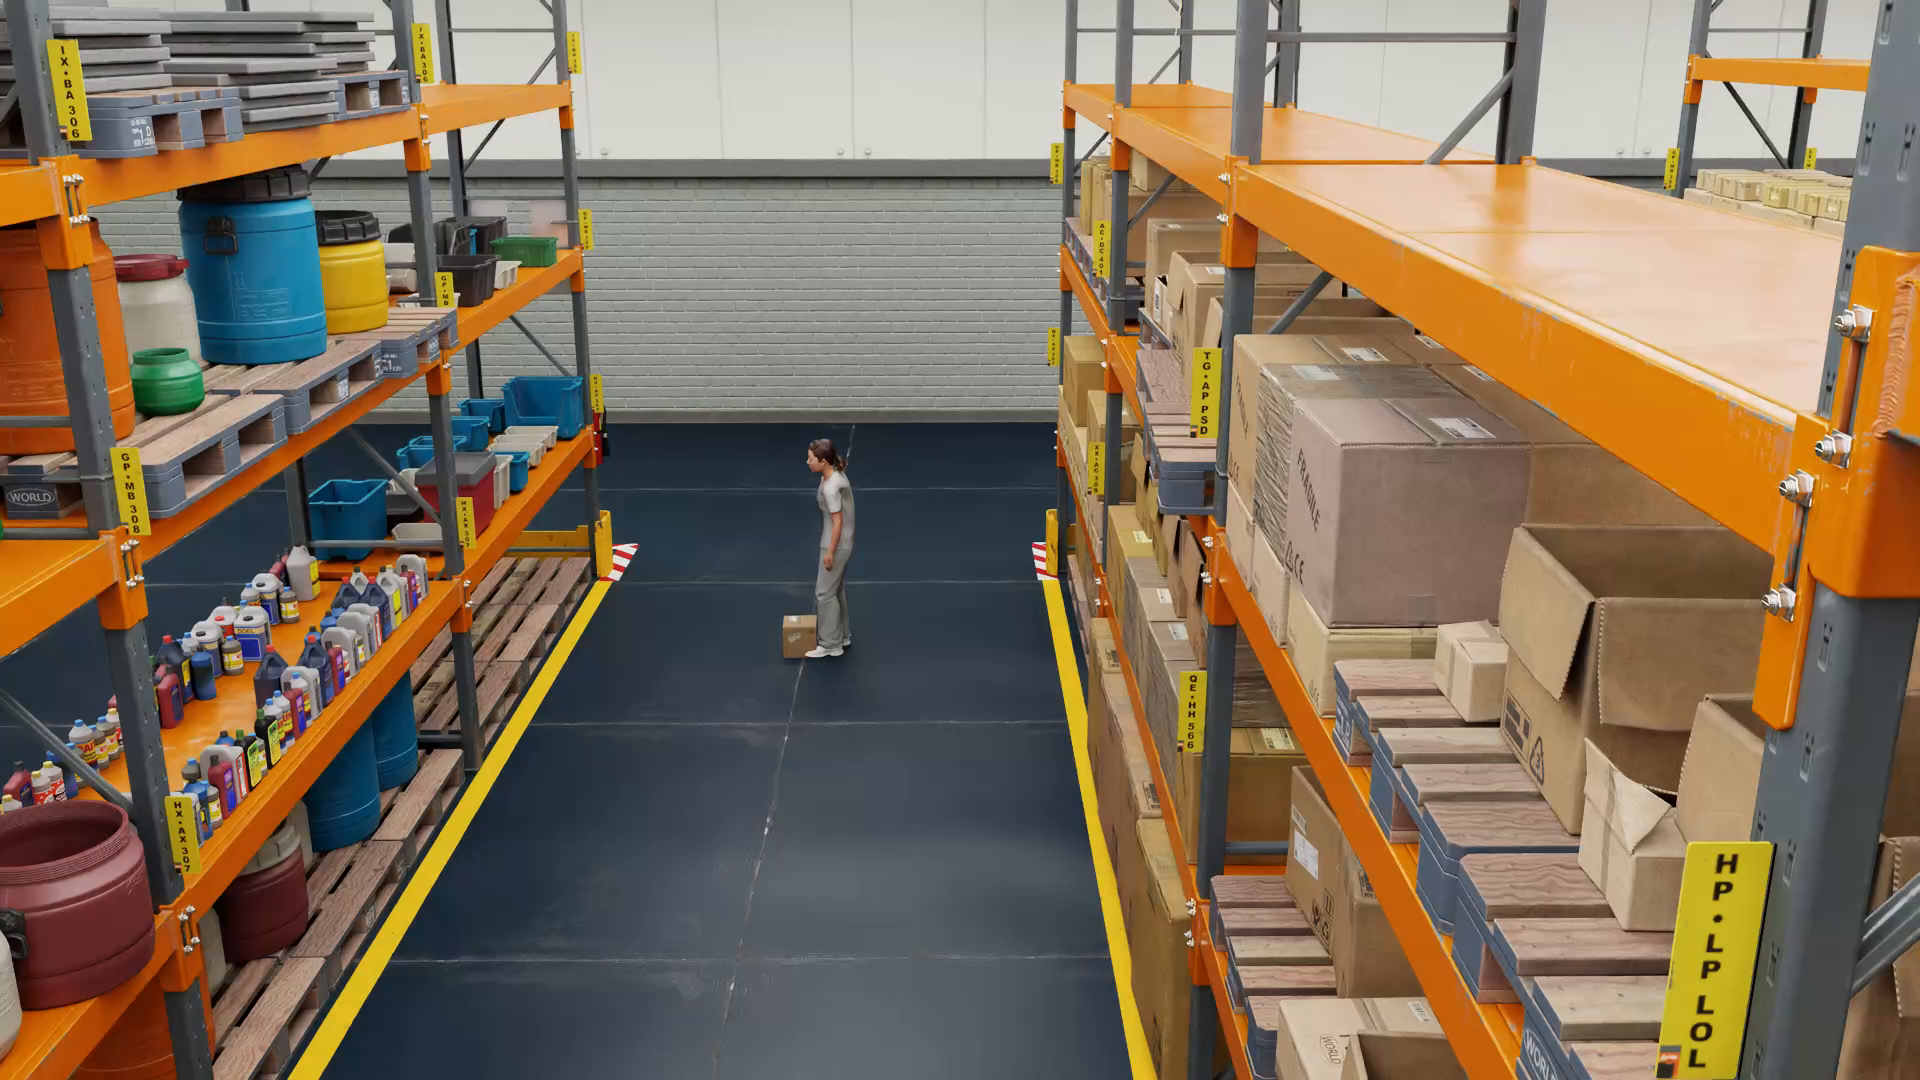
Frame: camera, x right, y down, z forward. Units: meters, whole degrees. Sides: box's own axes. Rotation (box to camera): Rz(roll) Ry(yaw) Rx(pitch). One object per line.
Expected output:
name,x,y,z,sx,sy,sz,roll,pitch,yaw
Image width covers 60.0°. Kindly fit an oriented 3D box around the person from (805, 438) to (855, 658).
person,-0.985,0.046,12.398,0.405,1.673,0.486,0,17,0
